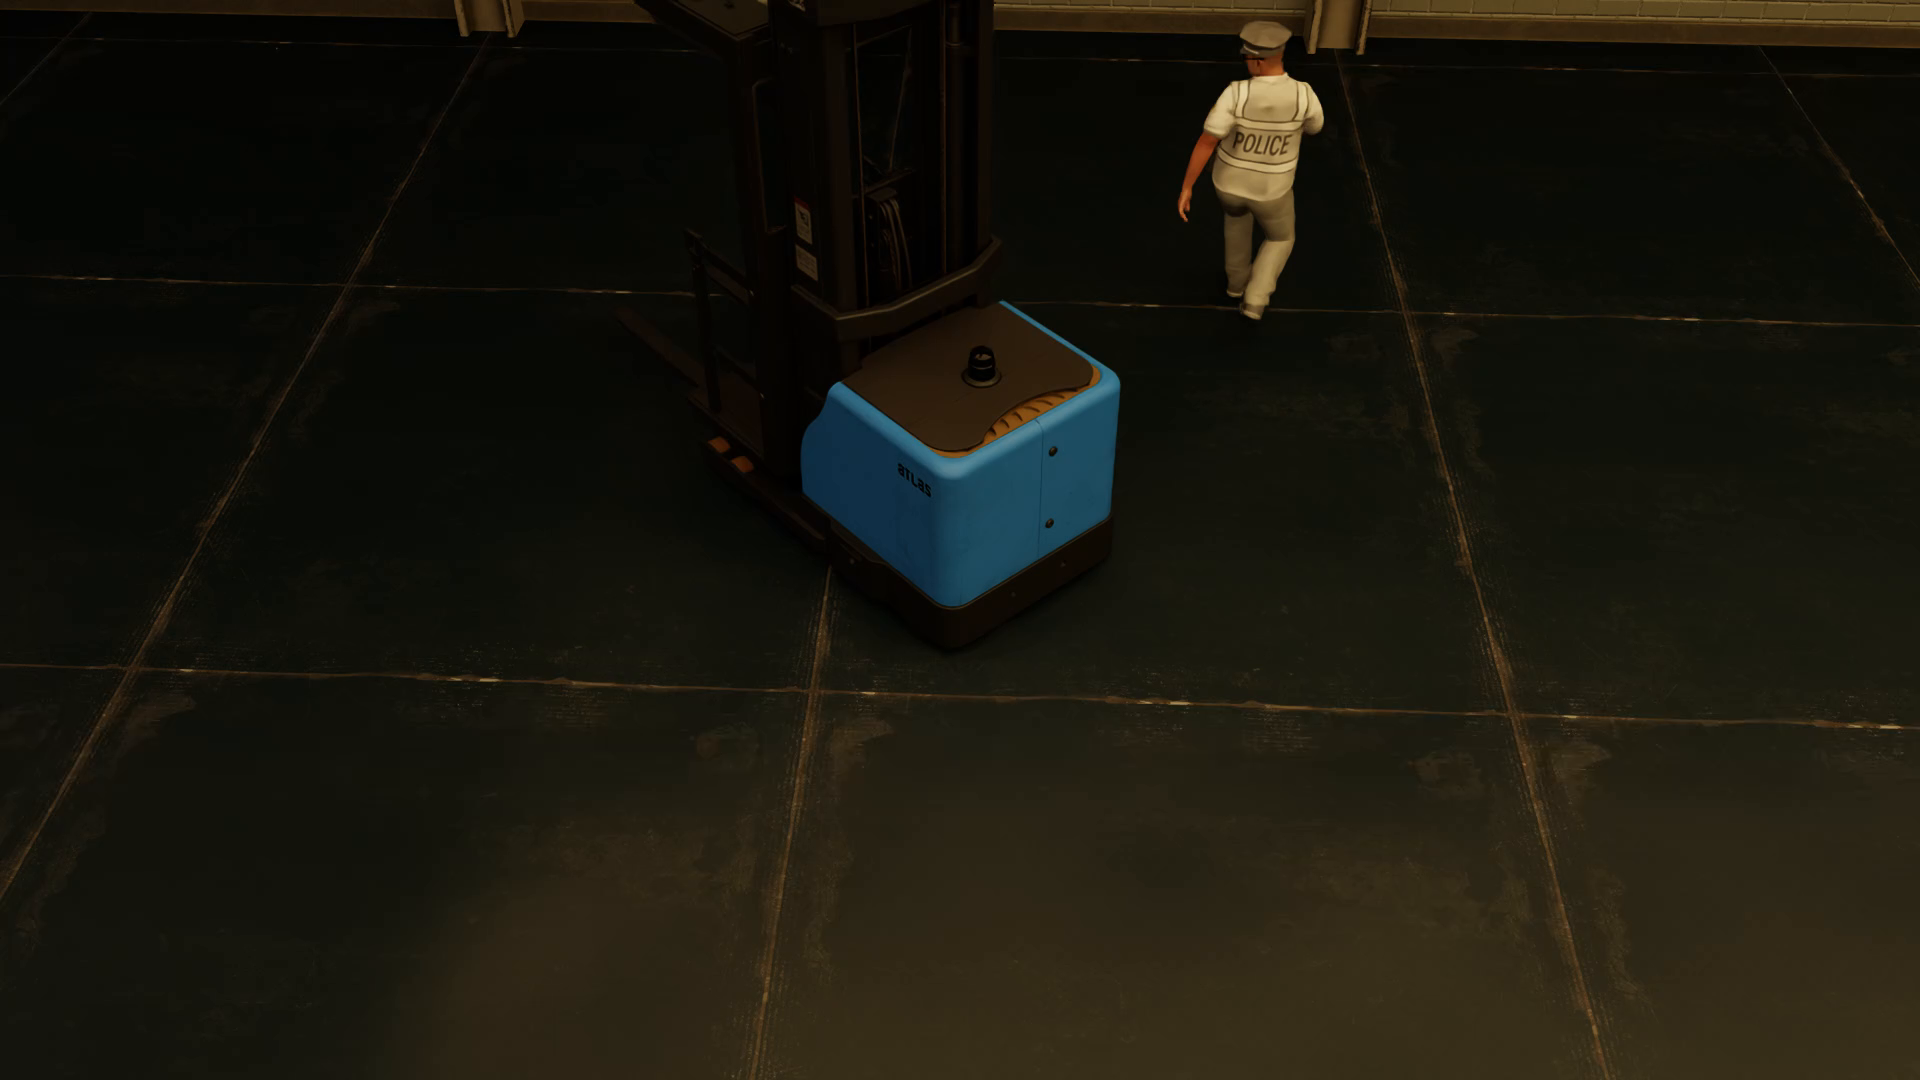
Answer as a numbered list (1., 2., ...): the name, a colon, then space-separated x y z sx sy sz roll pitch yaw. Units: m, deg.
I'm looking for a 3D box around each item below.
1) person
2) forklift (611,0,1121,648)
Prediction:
1. person: 1.546 -1.920 8.794 0.628 1.678 0.779 15 44 16
2. forklift: -0.637 -1.530 7.418 1.130 2.935 3.031 -30 50 -29
